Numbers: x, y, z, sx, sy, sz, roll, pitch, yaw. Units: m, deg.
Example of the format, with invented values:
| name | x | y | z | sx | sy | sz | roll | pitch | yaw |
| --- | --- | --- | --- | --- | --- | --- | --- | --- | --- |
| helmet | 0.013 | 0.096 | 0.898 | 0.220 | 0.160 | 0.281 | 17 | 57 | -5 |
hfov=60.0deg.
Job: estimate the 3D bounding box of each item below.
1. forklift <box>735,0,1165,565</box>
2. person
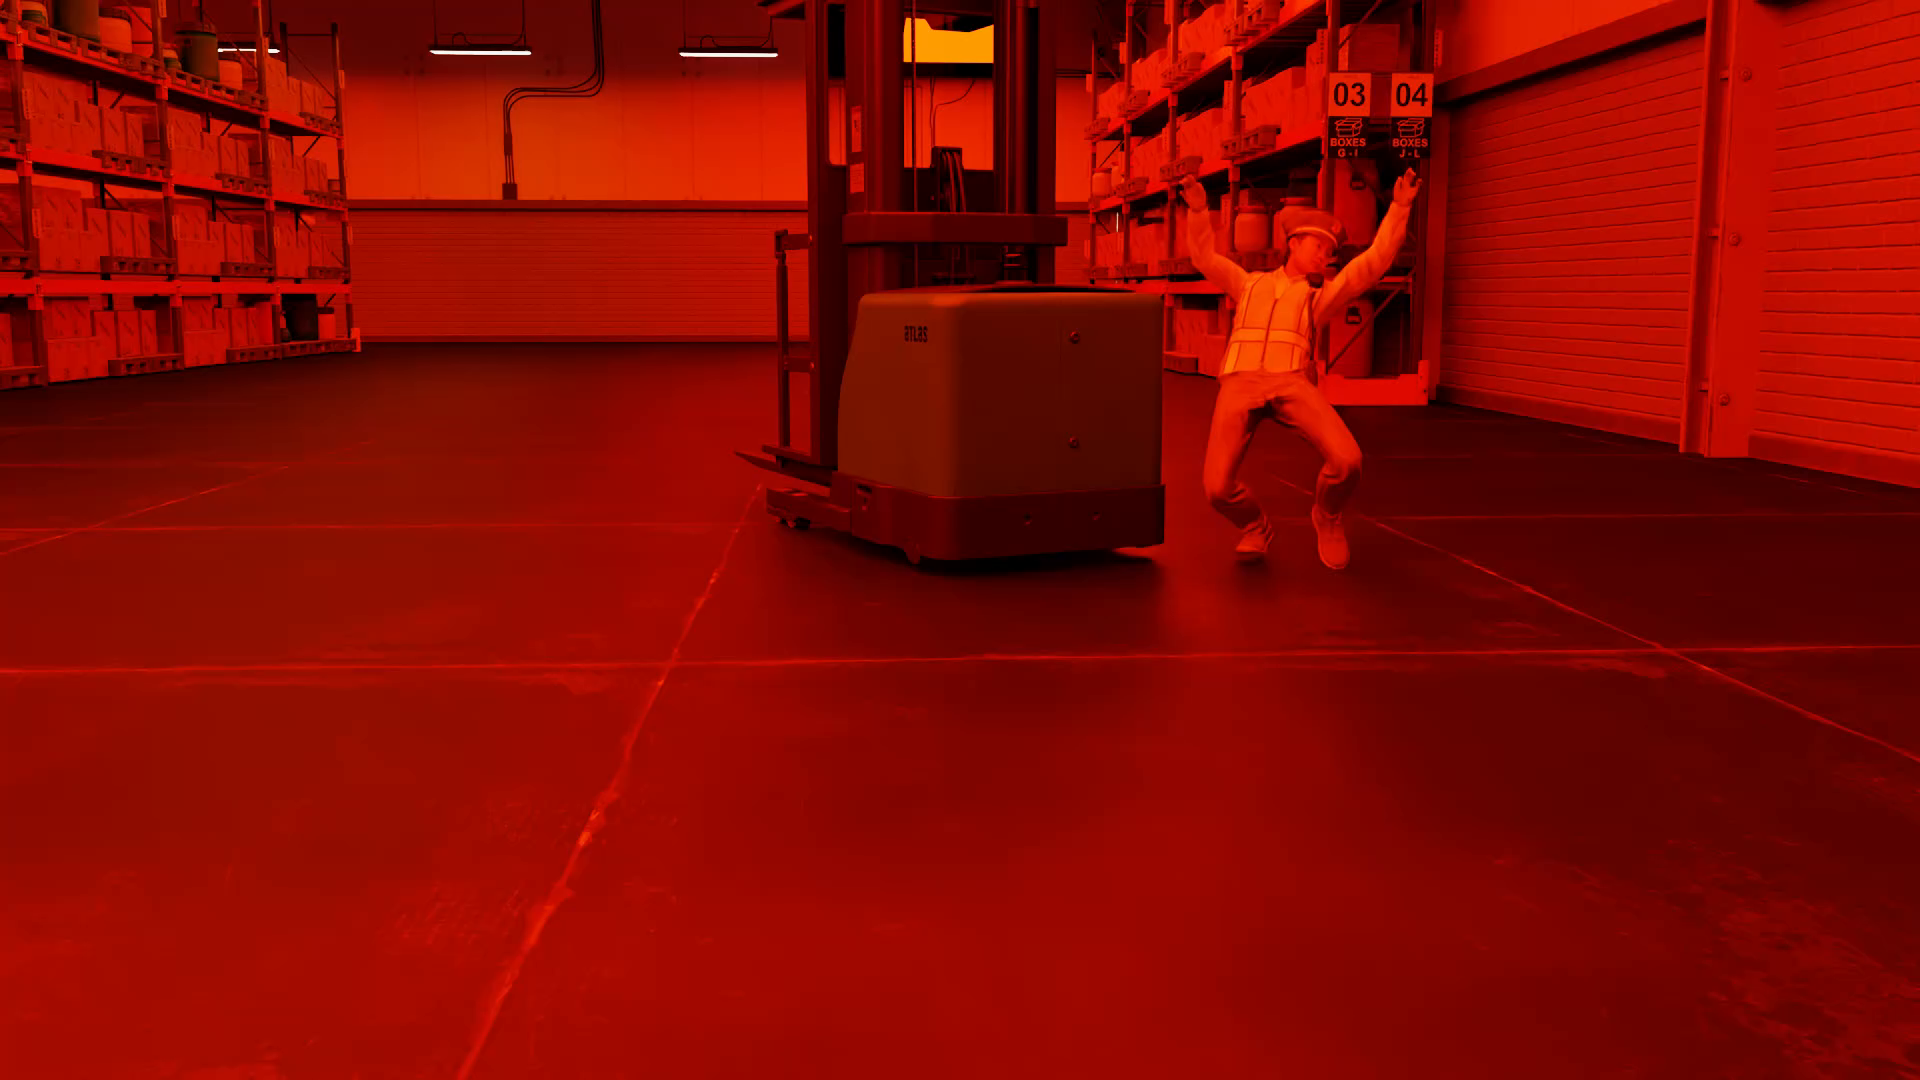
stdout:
| name | x | y | z | sx | sy | sz | roll | pitch | yaw |
| --- | --- | --- | --- | --- | --- | --- | --- | --- | --- |
| forklift | -0.264 | -1.530 | 7.637 | 1.130 | 2.935 | 3.031 | -4 | 9 | -25 |
| person | 1.339 | -0.659 | 6.541 | 0.876 | 1.540 | 0.755 | 3 | 9 | 19 |
